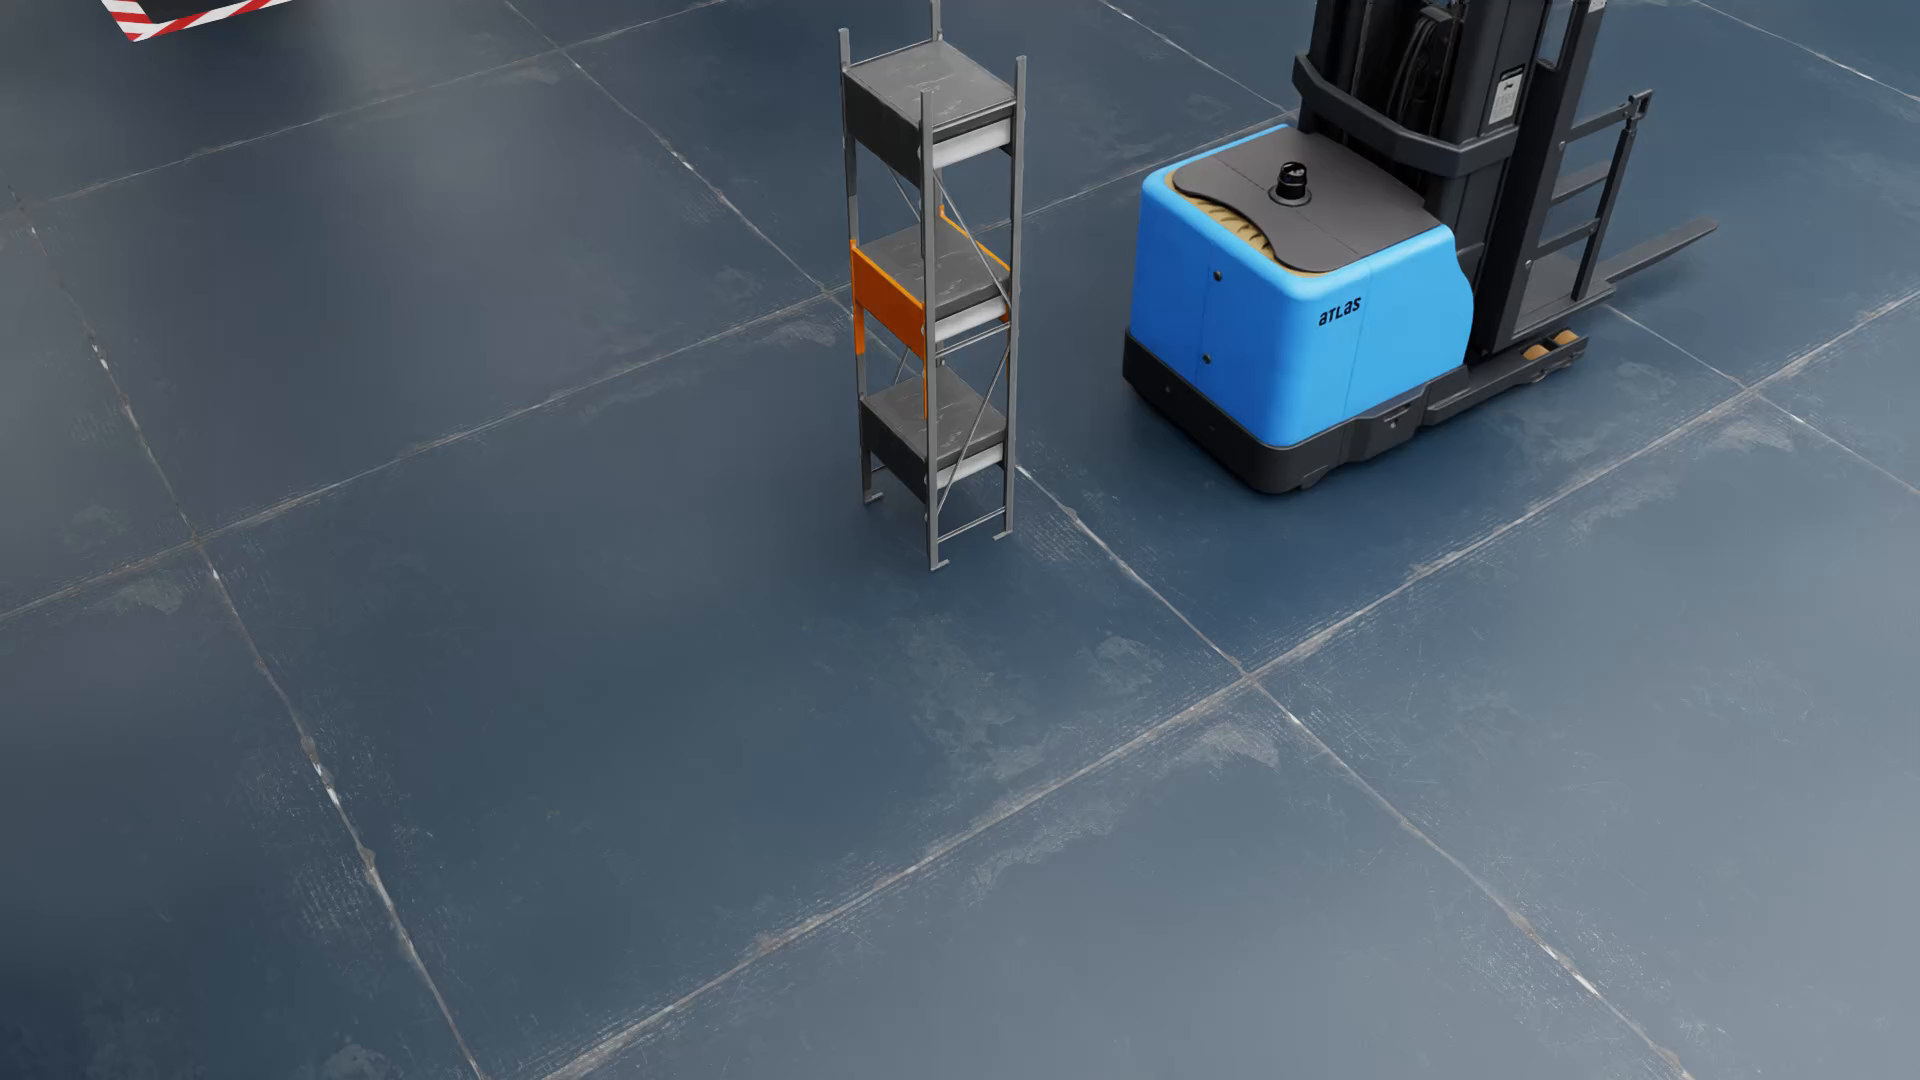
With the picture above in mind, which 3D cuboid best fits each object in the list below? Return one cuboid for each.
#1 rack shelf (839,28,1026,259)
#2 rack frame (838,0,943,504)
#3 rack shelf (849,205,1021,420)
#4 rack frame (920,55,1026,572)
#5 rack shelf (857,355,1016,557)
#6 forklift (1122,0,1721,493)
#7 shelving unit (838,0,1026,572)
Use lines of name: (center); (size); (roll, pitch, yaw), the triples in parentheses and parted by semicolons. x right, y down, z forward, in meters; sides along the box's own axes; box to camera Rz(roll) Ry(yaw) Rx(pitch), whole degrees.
rack shelf: (-0.095, -1.350, 5.649); (0.431, 0.518, 0.480); (-26, 49, -24)
rack frame: (-0.234, -0.991, 6.268); (0.400, 2.100, 0.015); (-26, 49, -24)
rack shelf: (-0.095, -0.843, 6.133); (0.431, 0.518, 0.480); (-26, 49, -24)
rack frame: (0.045, -0.715, 5.978); (0.400, 2.100, 0.015); (-26, 49, -24)
rack shelf: (-0.095, -0.337, 6.616); (0.431, 0.518, 0.480); (-26, 49, -24)
forklift: (2.235, -2.051, 6.775); (3.031, 2.935, 1.130); (-25, 49, -24)
shelving unit: (-0.095, -0.853, 6.123); (0.431, 2.100, 0.503); (-26, 49, -24)
